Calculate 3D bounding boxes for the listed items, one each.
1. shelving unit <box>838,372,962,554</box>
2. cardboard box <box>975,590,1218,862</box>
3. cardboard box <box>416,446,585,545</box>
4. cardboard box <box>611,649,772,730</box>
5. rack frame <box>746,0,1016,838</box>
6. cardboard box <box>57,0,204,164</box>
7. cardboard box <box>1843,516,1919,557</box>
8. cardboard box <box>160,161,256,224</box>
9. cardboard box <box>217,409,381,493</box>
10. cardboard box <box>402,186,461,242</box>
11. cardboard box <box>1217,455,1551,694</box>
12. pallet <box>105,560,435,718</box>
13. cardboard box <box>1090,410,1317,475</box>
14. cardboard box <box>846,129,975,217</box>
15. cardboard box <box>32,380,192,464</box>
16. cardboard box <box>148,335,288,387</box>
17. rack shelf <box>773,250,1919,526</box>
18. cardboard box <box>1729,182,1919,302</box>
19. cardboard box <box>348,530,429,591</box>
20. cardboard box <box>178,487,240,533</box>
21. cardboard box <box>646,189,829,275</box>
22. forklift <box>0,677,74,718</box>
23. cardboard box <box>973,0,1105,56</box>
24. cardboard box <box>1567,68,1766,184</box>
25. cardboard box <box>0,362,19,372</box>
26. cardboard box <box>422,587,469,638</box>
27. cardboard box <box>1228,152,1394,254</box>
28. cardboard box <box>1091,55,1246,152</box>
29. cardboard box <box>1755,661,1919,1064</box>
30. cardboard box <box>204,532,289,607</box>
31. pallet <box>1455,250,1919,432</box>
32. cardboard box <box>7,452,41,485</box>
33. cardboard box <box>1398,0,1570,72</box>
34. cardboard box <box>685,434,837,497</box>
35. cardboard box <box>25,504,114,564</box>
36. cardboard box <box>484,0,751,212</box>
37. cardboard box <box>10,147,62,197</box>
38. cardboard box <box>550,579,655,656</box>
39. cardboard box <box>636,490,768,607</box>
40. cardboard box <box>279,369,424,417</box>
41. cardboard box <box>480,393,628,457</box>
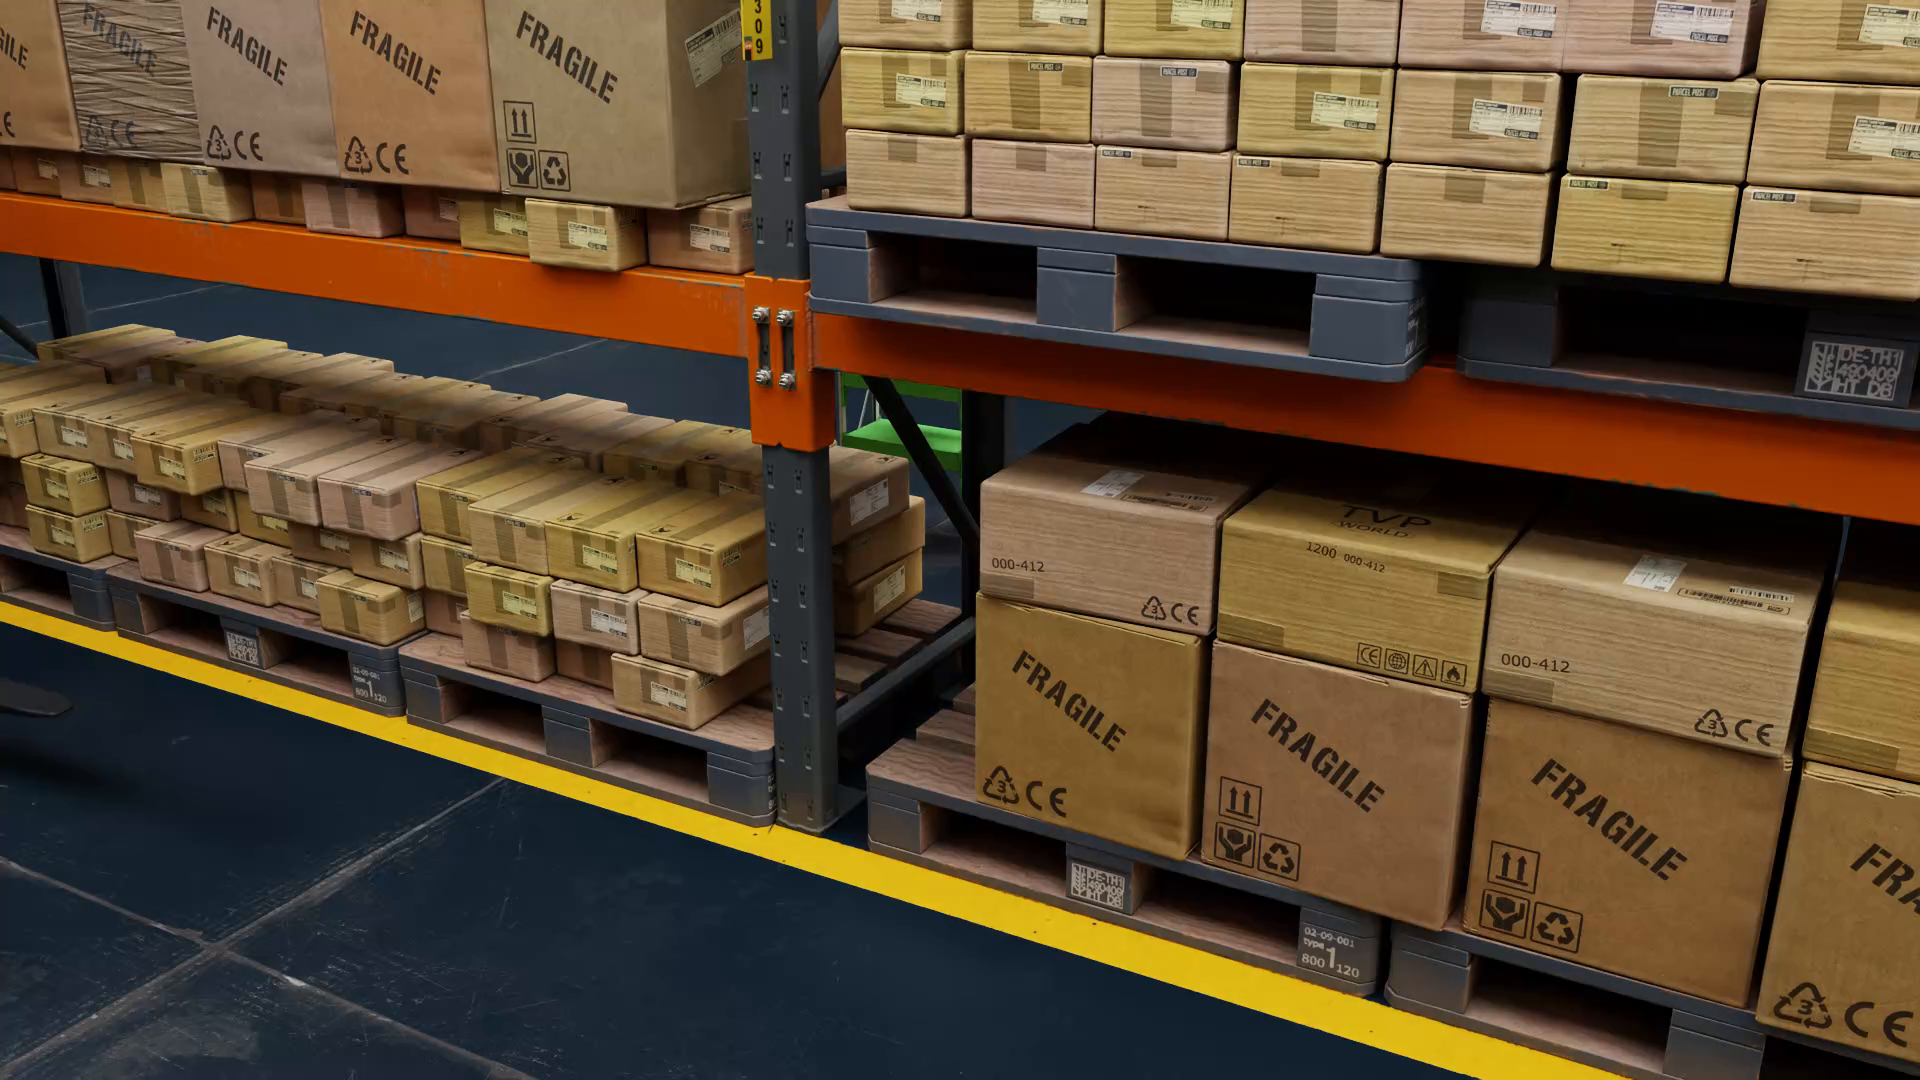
[{"bbox_3d":[-0.145,-0.592,5.736,0.503,1.200,0.258,11,23,27],"label":"shelving unit"},{"bbox_3d":[0.373,0.314,3.651,0.500,0.500,0.500,12,23,29],"label":"cardboard box"},{"bbox_3d":[-1.232,-0.121,4.491,0.250,0.149,0.380,12,23,29],"label":"cardboard box"},{"bbox_3d":[-0.651,0.313,4.168,0.250,0.149,0.380,11,23,28],"label":"cardboard box"},{"bbox_3d":[-0.142,-0.866,3.853,0.127,3.000,1.000,11,23,27],"label":"rack frame"},{"bbox_3d":[-2.028,-1.311,4.498,0.500,0.500,0.500,10,22,26],"label":"cardboard box"},{"bbox_3d":[1.997,0.067,3.230,0.500,0.250,0.500,11,23,28],"label":"cardboard box"},{"bbox_3d":[-1.906,-0.964,4.492,0.250,0.149,0.380,11,23,28],"label":"cardboard box"},{"bbox_3d":[-1.918,-0.253,4.857,0.250,0.149,0.380,11,23,27],"label":"cardboard box"},{"bbox_3d":[-1.180,-0.861,4.209,0.250,0.149,0.380,10,22,26],"label":"cardboard box"},{"bbox_3d":[0.840,0.049,3.282,0.500,0.250,0.500,11,23,29],"label":"cardboard box"},{"bbox_3d":[-1.815,0.141,5.166,1.213,0.211,1.003,11,23,27],"label":"pallet"},{"bbox_3d":[0.631,-0.192,3.946,0.500,0.250,0.500,10,22,26],"label":"cardboard box"},{"bbox_3d":[-0.023,-0.743,3.266,0.250,0.149,0.380,10,22,25],"label":"cardboard box"},{"bbox_3d":[-2.629,-0.373,5.187,0.250,0.149,0.380,10,22,25],"label":"cardboard box"},{"bbox_3d":[-2.569,-0.591,5.788,0.250,0.149,0.380,10,22,26],"label":"cardboard box"},{"bbox_3d":[1.604,-0.195,3.059,4.000,0.370,1.077,11,23,27],"label":"rack shelf"},{"bbox_3d":[1.338,-0.484,2.554,0.250,0.149,0.380,10,22,25],"label":"cardboard box"},{"bbox_3d":[-1.460,-0.009,4.619,0.250,0.149,0.380,11,23,29],"label":"cardboard box"},{"bbox_3d":[-2.128,-0.164,5.047,0.250,0.149,0.380,12,23,30],"label":"cardboard box"},{"bbox_3d":[-0.506,-0.725,3.834,0.250,0.149,0.380,11,22,27],"label":"cardboard box"},{"bbox_3d":[-3.687,-0.878,3.989,3.031,2.935,1.130,9,22,24],"label":"forklift"},{"bbox_3d":[0.224,-0.978,3.042,0.250,0.149,0.380,11,23,29],"label":"cardboard box"},{"bbox_3d":[1.125,-0.666,2.618,0.250,0.149,0.380,10,22,26],"label":"cardboard box"},{"bbox_3d":[-3.343,-0.480,5.481,0.250,0.149,0.380,10,22,25],"label":"cardboard box"},{"bbox_3d":[-1.270,0.140,4.644,0.250,0.149,0.380,10,22,26],"label":"cardboard box"},{"bbox_3d":[0.657,-0.613,2.910,0.250,0.149,0.380,11,23,28],"label":"cardboard box"},{"bbox_3d":[0.430,-0.797,2.980,0.250,0.149,0.380,11,23,29],"label":"cardboard box"},{"bbox_3d":[1.727,0.575,2.931,0.500,0.500,0.500,10,22,25],"label":"cardboard box"},{"bbox_3d":[-1.976,0.048,4.900,0.250,0.149,0.380,11,23,27],"label":"cardboard box"},{"bbox_3d":[1.602,-0.427,2.926,1.213,0.211,1.003,11,23,27],"label":"pallet"},{"bbox_3d":[-2.834,-0.288,5.388,0.250,0.149,0.380,11,23,28],"label":"cardboard box"},{"bbox_3d":[0.887,-0.850,2.689,0.250,0.149,0.380,11,22,27],"label":"cardboard box"},{"bbox_3d":[-0.554,-0.185,4.669,0.250,0.149,0.380,12,23,30],"label":"cardboard box"},{"bbox_3d":[-2.675,-0.072,5.230,0.250,0.149,0.380,11,23,28],"label":"cardboard box"},{"bbox_3d":[-0.702,-1.049,3.775,0.500,0.500,0.500,11,23,27],"label":"cardboard box"},{"bbox_3d":[-2.542,-1.116,4.911,0.250,0.149,0.380,11,22,27],"label":"cardboard box"},{"bbox_3d":[-0.815,0.138,4.214,0.250,0.149,0.380,10,22,25],"label":"cardboard box"},{"bbox_3d":[-0.580,0.016,4.115,0.250,0.149,0.380,12,23,29],"label":"cardboard box"},{"bbox_3d":[-1.936,-0.424,5.328,0.250,0.149,0.380,10,22,26],"label":"cardboard box"},{"bbox_3d":[-1.220,-0.316,5.029,0.250,0.149,0.380,11,23,28],"label":"cardboard box"}]
